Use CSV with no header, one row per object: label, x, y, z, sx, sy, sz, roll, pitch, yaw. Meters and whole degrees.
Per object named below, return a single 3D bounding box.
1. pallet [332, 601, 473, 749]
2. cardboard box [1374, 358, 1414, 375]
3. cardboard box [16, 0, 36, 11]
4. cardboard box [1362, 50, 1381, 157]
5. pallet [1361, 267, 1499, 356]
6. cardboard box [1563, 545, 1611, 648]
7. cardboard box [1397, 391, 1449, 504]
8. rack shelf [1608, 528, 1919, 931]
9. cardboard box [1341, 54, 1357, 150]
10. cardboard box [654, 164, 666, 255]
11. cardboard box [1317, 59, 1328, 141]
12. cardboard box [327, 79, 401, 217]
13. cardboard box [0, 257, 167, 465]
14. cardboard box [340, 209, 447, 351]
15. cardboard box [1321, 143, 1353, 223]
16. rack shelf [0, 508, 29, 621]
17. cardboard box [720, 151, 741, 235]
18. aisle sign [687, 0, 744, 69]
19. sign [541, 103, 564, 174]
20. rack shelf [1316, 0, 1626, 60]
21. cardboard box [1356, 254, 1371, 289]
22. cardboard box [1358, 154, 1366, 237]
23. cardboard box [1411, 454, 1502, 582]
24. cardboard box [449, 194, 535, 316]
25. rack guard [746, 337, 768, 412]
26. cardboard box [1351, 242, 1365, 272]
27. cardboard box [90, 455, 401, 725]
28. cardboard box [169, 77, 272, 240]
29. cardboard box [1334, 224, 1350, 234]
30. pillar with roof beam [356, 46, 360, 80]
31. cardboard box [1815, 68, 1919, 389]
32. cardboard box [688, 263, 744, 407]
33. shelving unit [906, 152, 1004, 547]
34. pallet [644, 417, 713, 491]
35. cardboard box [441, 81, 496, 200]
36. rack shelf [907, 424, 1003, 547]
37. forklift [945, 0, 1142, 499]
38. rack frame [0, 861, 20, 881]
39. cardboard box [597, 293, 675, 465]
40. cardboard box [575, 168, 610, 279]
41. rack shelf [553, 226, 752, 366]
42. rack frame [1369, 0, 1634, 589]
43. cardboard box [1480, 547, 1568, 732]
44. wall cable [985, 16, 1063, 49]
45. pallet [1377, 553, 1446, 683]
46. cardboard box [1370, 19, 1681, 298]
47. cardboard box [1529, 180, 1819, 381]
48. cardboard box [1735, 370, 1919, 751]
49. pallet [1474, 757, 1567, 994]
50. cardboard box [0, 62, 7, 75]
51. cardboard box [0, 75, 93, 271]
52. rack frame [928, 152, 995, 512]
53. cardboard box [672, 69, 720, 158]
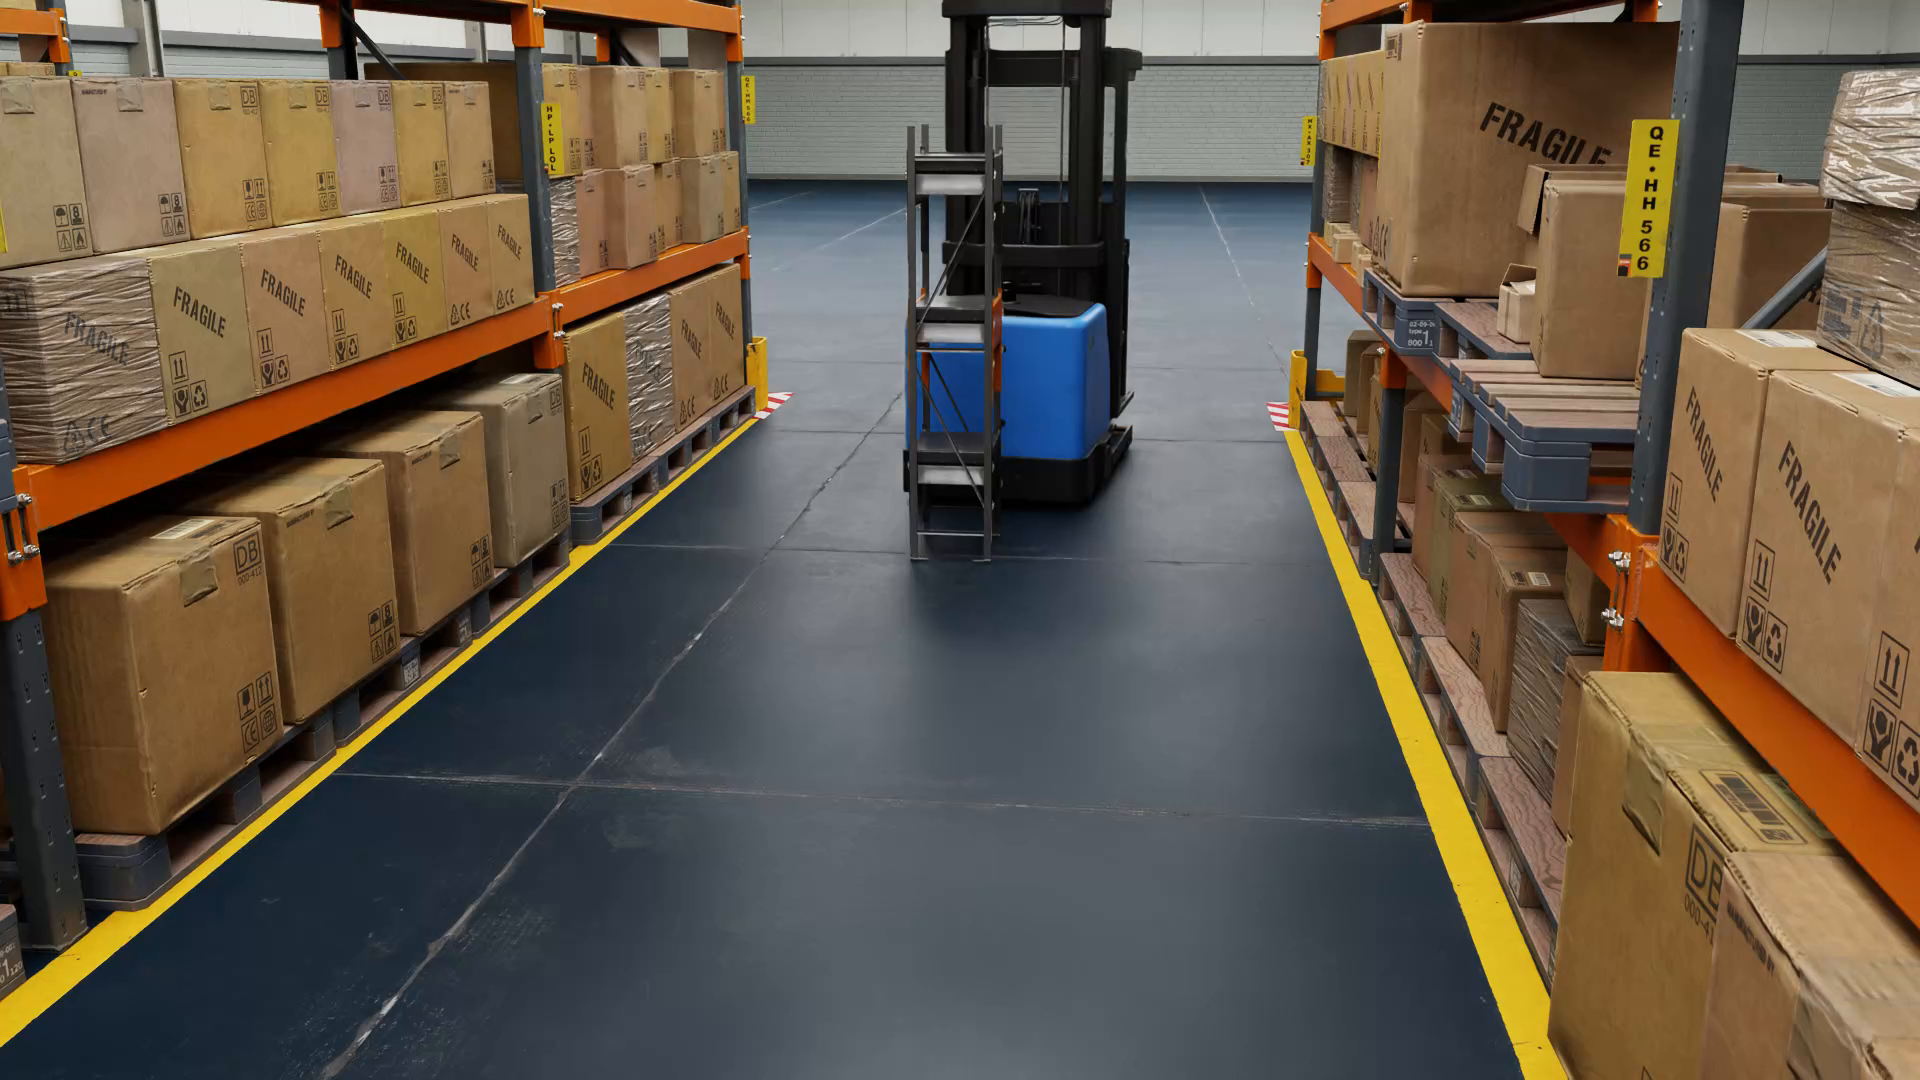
pallet,-2.621,0.473,6.508,1.003,0.211,1.213,2,15,6
cardboard box,2.685,-0.775,9.764,0.500,0.500,0.500,3,15,11
cardboard box,-6.714,-3.776,11.613,0.380,0.149,0.250,2,15,7
cardboard box,2.276,-2.149,8.188,0.500,0.500,0.500,2,15,6
pallet,2.213,-0.934,6.736,1.003,0.211,1.213,2,15,6
cardboard box,2.088,0.137,4.919,0.500,0.250,0.500,3,16,13
cardboard box,2.816,-1.637,9.621,1.144,2.239,2.984,7,17,24
rack shelf,1.766,0.683,1.768,1.077,0.370,4.000,2,15,6
cardboard box,2.393,-2.409,9.146,0.500,0.500,0.500,2,15,6
cardboard box,-2.266,-1.981,9.956,0.875,0.550,0.500,2,15,6
cardboard box,2.562,-2.798,10.585,0.500,0.500,0.500,2,15,6
cardboard box,-2.637,-1.530,6.467,0.700,0.500,0.500,2,15,7
cardboard box,-2.606,-0.512,4.617,0.500,0.500,0.500,2,15,7
cardboard box,-2.381,-1.036,6.554,0.500,0.500,0.500,2,15,7
cardboard box,2.806,-2.308,10.689,0.875,0.500,0.500,2,15,6
rack shelf,-3.150,0.511,2.405,1.077,0.370,4.000,2,15,6
cardboard box,-2.019,-2.405,11.522,0.875,0.550,0.550,2,15,6
aisle sign,-1.716,-3.695,11.598,0.394,0.787,0.004,2,15,6
sign,-1.933,-1.900,7.875,0.100,0.325,0.005,2,15,6
rack shelf,2.669,-2.840,9.049,1.077,0.370,4.000,2,15,6
cardboard box,2.219,-1.359,8.424,0.380,0.149,0.250,2,15,6
cardboard box,2.681,-1.798,9.090,0.875,0.649,0.860,2,15,6
cardboard box,2.353,-0.067,7.111,0.700,0.500,0.500,1,15,2
cardboard box,-2.267,-1.298,7.523,0.500,0.500,0.500,2,15,6
rack guard,-2.019,-1.230,12.252,1.175,0.500,0.348,2,15,6
cardboard box,2.360,-1.552,9.137,0.380,0.149,0.250,2,15,6
cardboard box,-2.671,0.146,5.881,1.050,0.750,0.750,2,15,7
cardboard box,-2.753,-1.267,5.493,0.700,0.500,0.500,1,15,5
cardboard box,2.528,-1.875,10.333,0.380,0.149,0.250,2,15,6
pillar with roof beam,-6.550,-9.979,28.325,9.100,9.000,0.400,2,15,6
cardboard box,1.894,-0.526,2.748,0.797,0.503,0.637,2,15,8
cardboard box,-2.033,-1.429,11.467,0.875,0.875,0.875,2,15,7
shelving unit,-5.811,-2.638,8.370,12.070,5.092,0.667,2,15,6
pallet,-2.175,-0.559,10.324,1.003,0.211,1.213,2,15,6
cardboard box,-2.524,-1.795,7.445,0.700,0.500,0.500,1,15,5
rack shelf,-0.019,-0.282,8.415,0.431,0.518,0.480,2,15,6
forklift,0.512,-1.961,10.301,1.121,2.935,3.031,3,16,12
rack frame,-2.921,-0.355,4.229,0.949,2.616,0.053,2,15,6
cardboard box,-2.235,-0.965,9.749,0.875,0.875,0.875,2,15,7
cardboard box,-2.404,-1.704,8.931,0.875,0.550,0.550,2,15,6
rack shelf,-2.248,-1.564,10.078,1.077,0.370,4.000,2,15,6
rack frame,2.444,-1.220,7.429,1.000,3.000,0.127,2,15,6
cardboard box,2.155,0.346,5.584,0.700,0.500,0.500,3,15,11
wall cable,1.604,-15.301,41.493,2.305,6.003,0.169,2,15,6
pallet,2.357,0.328,7.046,1.003,0.211,1.213,2,15,6
cardboard box,2.215,-1.511,6.549,1.000,1.000,1.000,2,15,7
cardboard box,1.977,-0.723,4.593,0.700,0.500,0.500,4,16,15
cardboard box,1.868,0.028,2.622,1.016,0.500,0.509,1,15,5
pallet,2.082,0.961,4.705,1.003,0.211,1.213,2,15,6
cardboard box,-6.857,-2.954,11.164,0.700,0.500,0.500,2,15,7
cardboard box,-2.864,-1.002,4.515,0.700,0.500,0.500,2,15,6
rack frame,0.008,-1.034,8.463,0.380,1.831,0.006,2,15,6
cardboard box,-2.073,-2.783,10.853,0.875,0.550,0.550,2,15,6
